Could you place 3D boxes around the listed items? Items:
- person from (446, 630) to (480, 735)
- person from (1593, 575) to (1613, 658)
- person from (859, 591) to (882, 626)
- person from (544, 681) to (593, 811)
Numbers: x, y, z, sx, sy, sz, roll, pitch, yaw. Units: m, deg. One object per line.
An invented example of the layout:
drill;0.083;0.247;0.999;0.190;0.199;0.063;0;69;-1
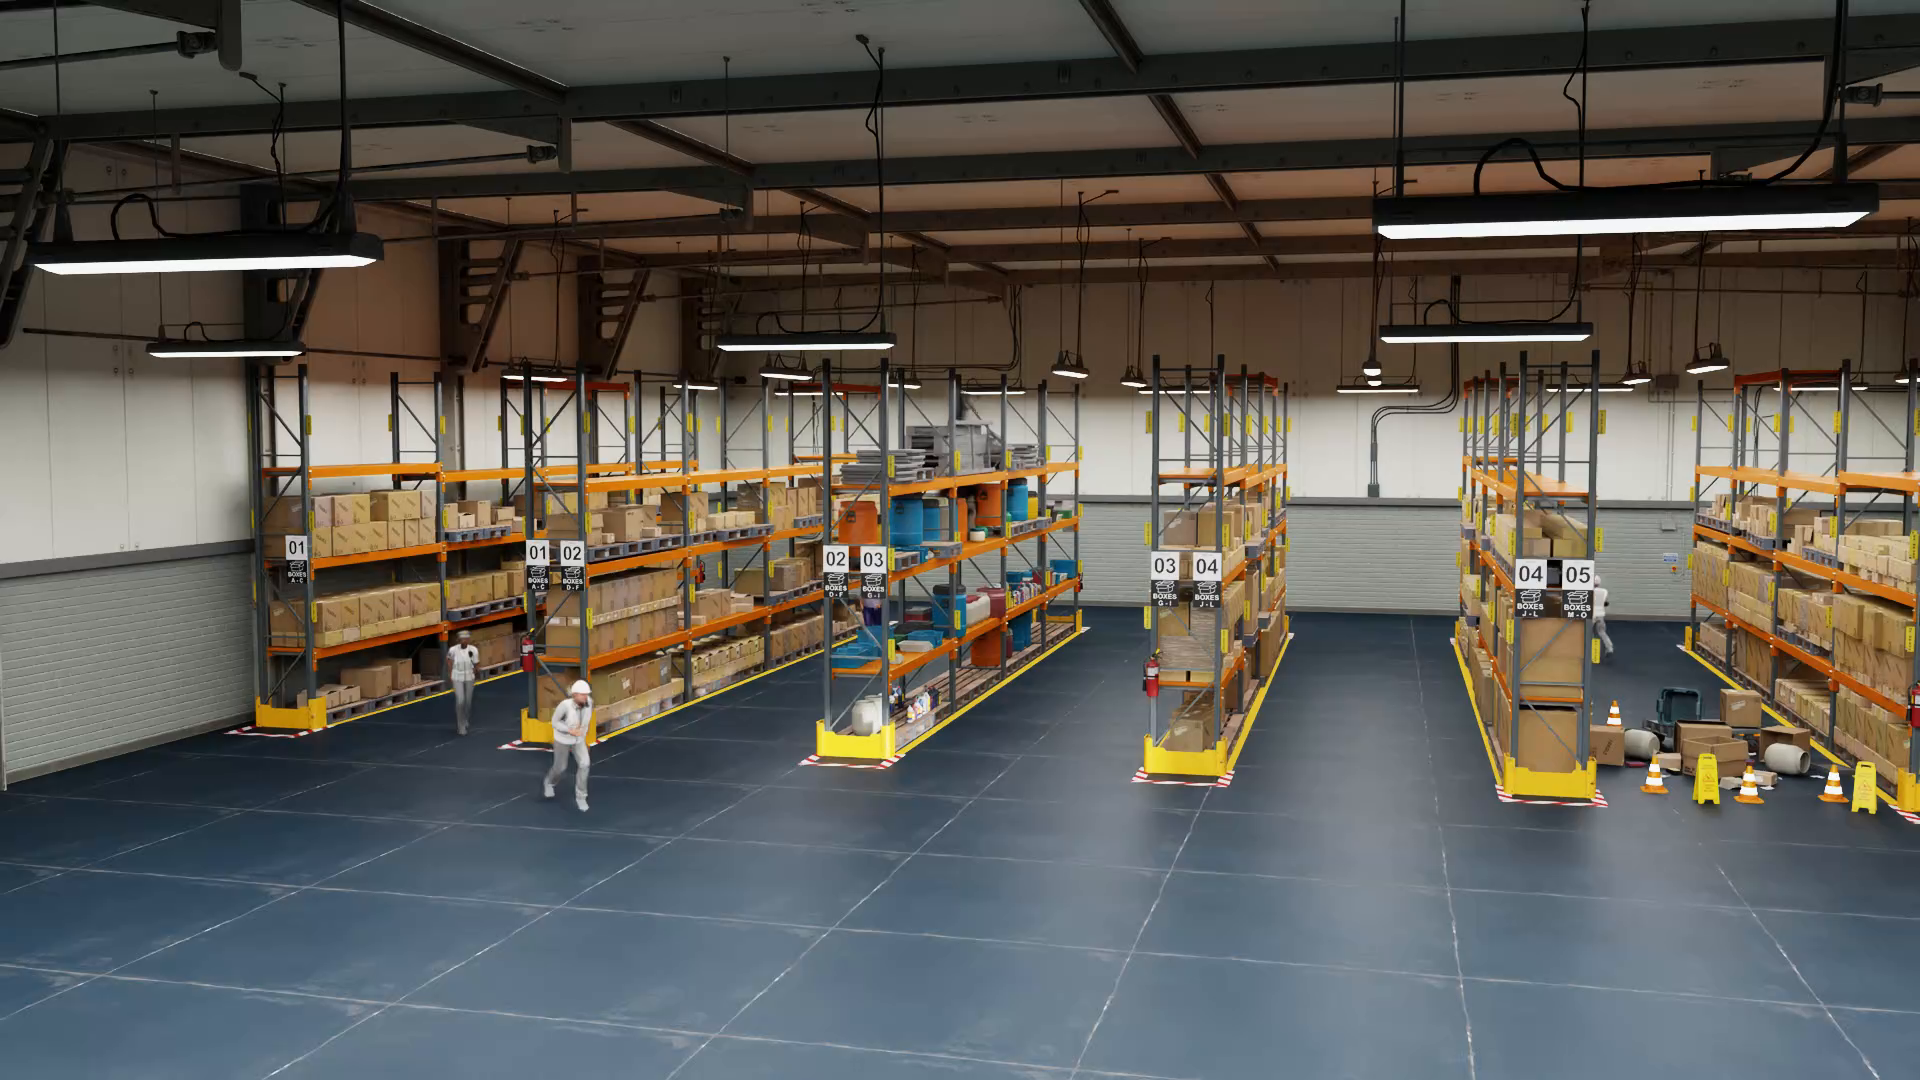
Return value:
person;-8.090;2.320;27.120;0.506;1.739;0.846;-2;4;-29
person;13.546;1.666;35.439;0.694;1.820;0.953;0;4;-5
person;-1.840;1.538;34.849;0.603;1.623;0.556;0;4;4
person;-5.155;2.673;21.900;1.040;1.734;0.700;4;5;43
